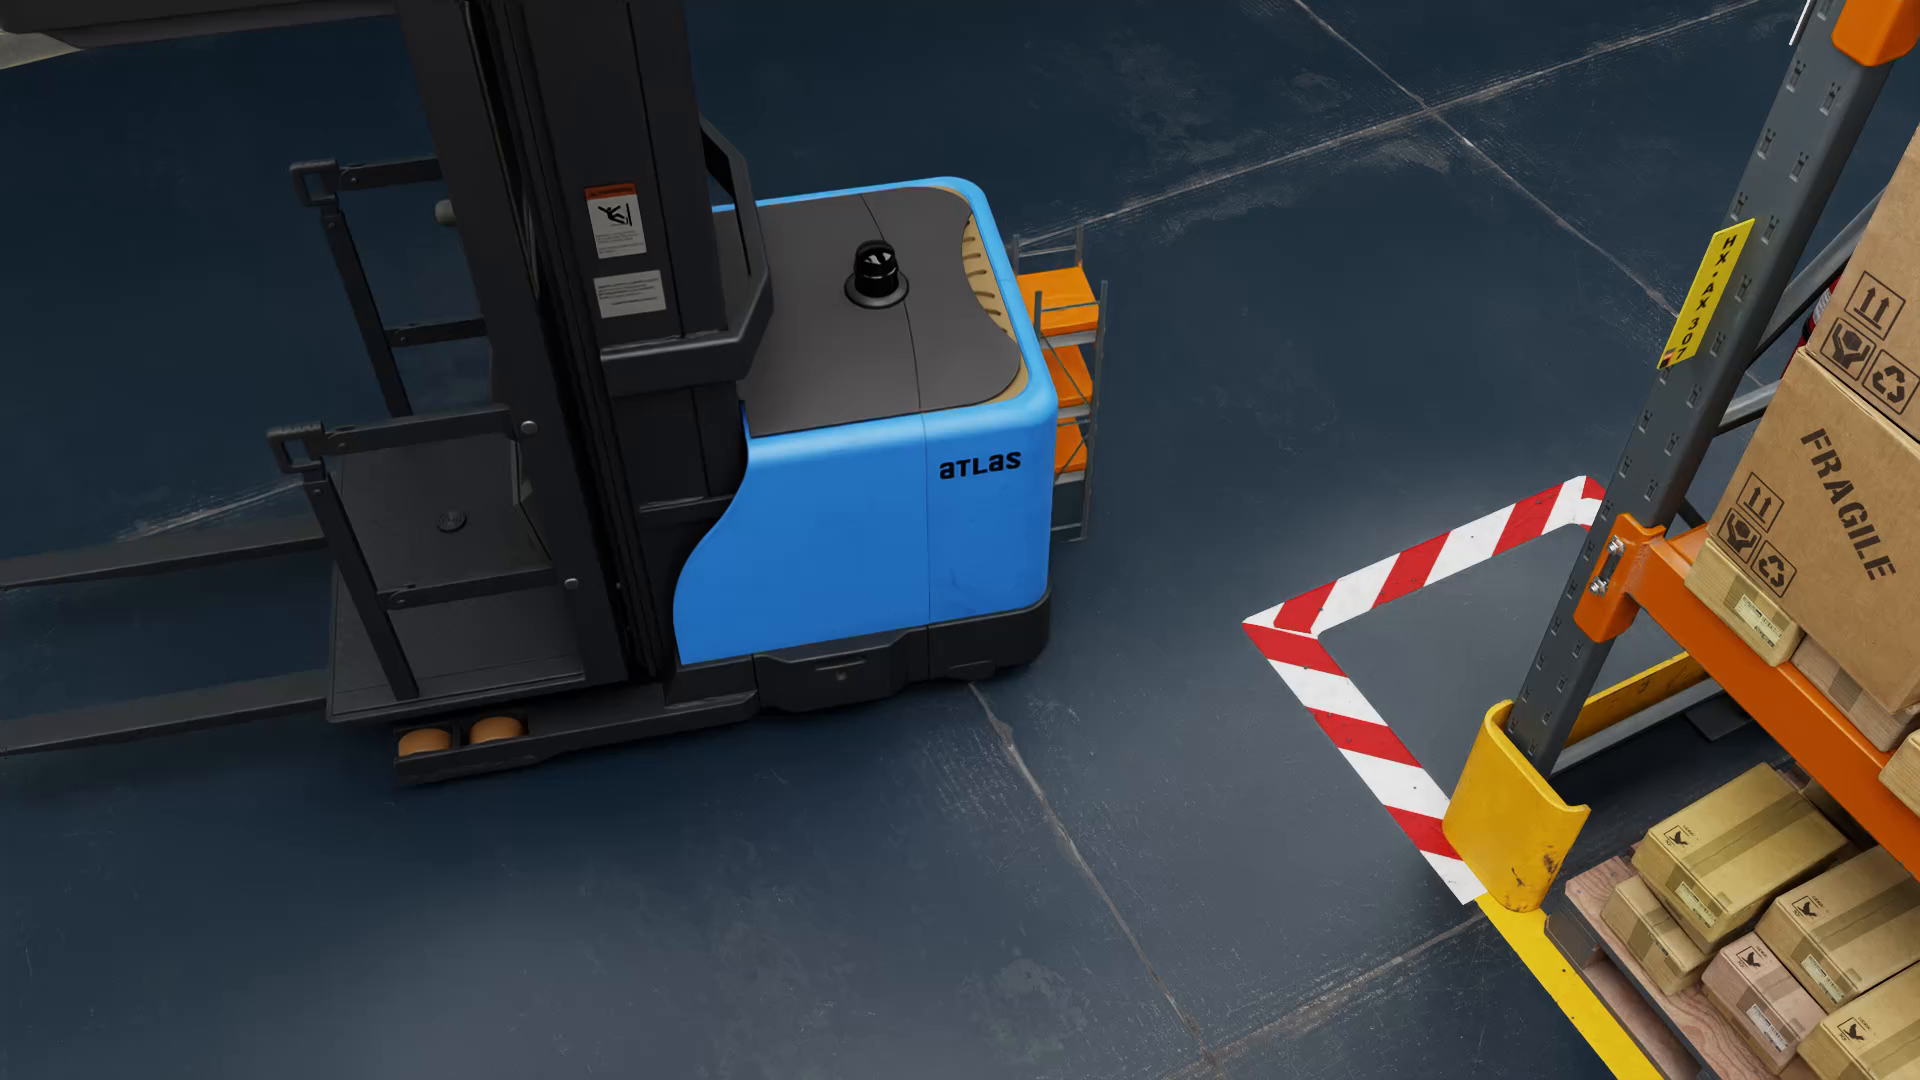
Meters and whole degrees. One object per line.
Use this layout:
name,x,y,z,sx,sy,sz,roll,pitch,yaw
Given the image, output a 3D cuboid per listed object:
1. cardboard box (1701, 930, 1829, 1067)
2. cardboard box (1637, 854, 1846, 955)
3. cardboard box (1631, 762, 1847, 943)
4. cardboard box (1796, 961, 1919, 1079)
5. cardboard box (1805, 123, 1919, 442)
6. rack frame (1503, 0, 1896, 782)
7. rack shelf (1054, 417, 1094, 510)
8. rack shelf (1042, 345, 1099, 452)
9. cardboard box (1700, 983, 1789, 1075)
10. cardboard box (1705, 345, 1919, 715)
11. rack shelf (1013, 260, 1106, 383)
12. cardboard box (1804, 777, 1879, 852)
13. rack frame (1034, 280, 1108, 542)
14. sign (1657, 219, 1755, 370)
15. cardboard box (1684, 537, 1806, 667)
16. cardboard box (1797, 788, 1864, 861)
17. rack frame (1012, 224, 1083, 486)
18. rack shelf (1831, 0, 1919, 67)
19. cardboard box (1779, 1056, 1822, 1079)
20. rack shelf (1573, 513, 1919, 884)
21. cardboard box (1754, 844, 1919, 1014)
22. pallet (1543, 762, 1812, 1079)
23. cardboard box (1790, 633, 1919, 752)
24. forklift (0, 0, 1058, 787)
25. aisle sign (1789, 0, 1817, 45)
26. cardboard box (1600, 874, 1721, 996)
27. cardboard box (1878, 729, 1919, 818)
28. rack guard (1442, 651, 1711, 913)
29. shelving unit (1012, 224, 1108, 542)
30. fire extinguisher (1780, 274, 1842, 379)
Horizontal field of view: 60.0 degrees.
cardboard box,1.948,0.992,3.807,0.380,0.149,0.250,-21,52,-18
cardboard box,1.873,0.789,3.985,0.380,0.149,0.250,-19,52,-16
cardboard box,1.799,0.719,3.848,0.380,0.149,0.250,-23,53,-19
cardboard box,2.033,1.075,3.536,0.380,0.149,0.250,-21,52,-18
cardboard box,1.831,-0.421,2.697,0.500,0.500,0.500,-21,52,-18
rack frame,1.861,-0.353,3.566,1.000,3.000,0.127,-21,52,-18
rack shelf,0.272,-0.233,5.139,0.215,0.259,0.240,-10,50,-8
rack shelf,0.272,-0.416,4.930,0.215,0.259,0.240,-10,50,-8
cardboard box,2.009,1.056,3.949,0.380,0.149,0.250,-21,52,-18
cardboard box,1.821,-0.088,3.070,0.500,0.500,0.500,-19,51,-16
rack shelf,0.272,-0.603,4.717,0.215,0.259,0.240,-10,50,-8
cardboard box,2.357,0.605,4.146,0.380,0.149,0.250,-22,53,-18
rack frame,0.299,-0.333,4.844,0.200,1.050,0.008,-10,50,-8
sign,1.379,-0.451,3.076,0.100,0.325,0.005,-21,52,-18
cardboard box,1.718,0.060,3.372,0.380,0.149,0.250,-22,52,-18
cardboard box,2.288,0.728,4.235,0.380,0.149,0.250,-20,52,-17
rack frame,0.244,-0.512,5.001,0.200,1.050,0.008,-10,50,-8
rack shelf,2.776,0.235,1.537,1.077,0.370,4.000,-21,52,-18
cardboard box,2.129,1.219,3.806,0.380,0.149,0.250,-21,52,-17
rack shelf,2.776,1.223,2.666,1.077,0.370,4.000,-21,52,-18
cardboard box,2.032,0.863,3.723,0.380,0.149,0.250,-20,52,-17
pallet,2.236,1.172,4.085,1.003,0.211,1.213,-21,52,-18
cardboard box,1.871,0.216,3.235,0.380,0.149,0.250,-19,52,-16
forklift,-1.310,-0.723,3.935,3.031,2.935,1.130,-9,49,-8
aisle sign,1.561,-1.154,2.540,0.394,0.787,0.004,-21,52,-18
cardboard box,1.816,0.909,4.078,0.380,0.149,0.250,-20,52,-17
cardboard box,1.947,0.414,3.062,0.380,0.149,0.250,-23,53,-19
rack guard,1.896,0.521,4.462,1.175,0.500,0.348,-21,52,-18
shelving unit,0.272,-0.423,4.922,0.215,1.050,0.252,-10,50,-8
fire extinguisher,2.156,-0.532,4.022,0.296,0.674,0.183,-21,52,-18
